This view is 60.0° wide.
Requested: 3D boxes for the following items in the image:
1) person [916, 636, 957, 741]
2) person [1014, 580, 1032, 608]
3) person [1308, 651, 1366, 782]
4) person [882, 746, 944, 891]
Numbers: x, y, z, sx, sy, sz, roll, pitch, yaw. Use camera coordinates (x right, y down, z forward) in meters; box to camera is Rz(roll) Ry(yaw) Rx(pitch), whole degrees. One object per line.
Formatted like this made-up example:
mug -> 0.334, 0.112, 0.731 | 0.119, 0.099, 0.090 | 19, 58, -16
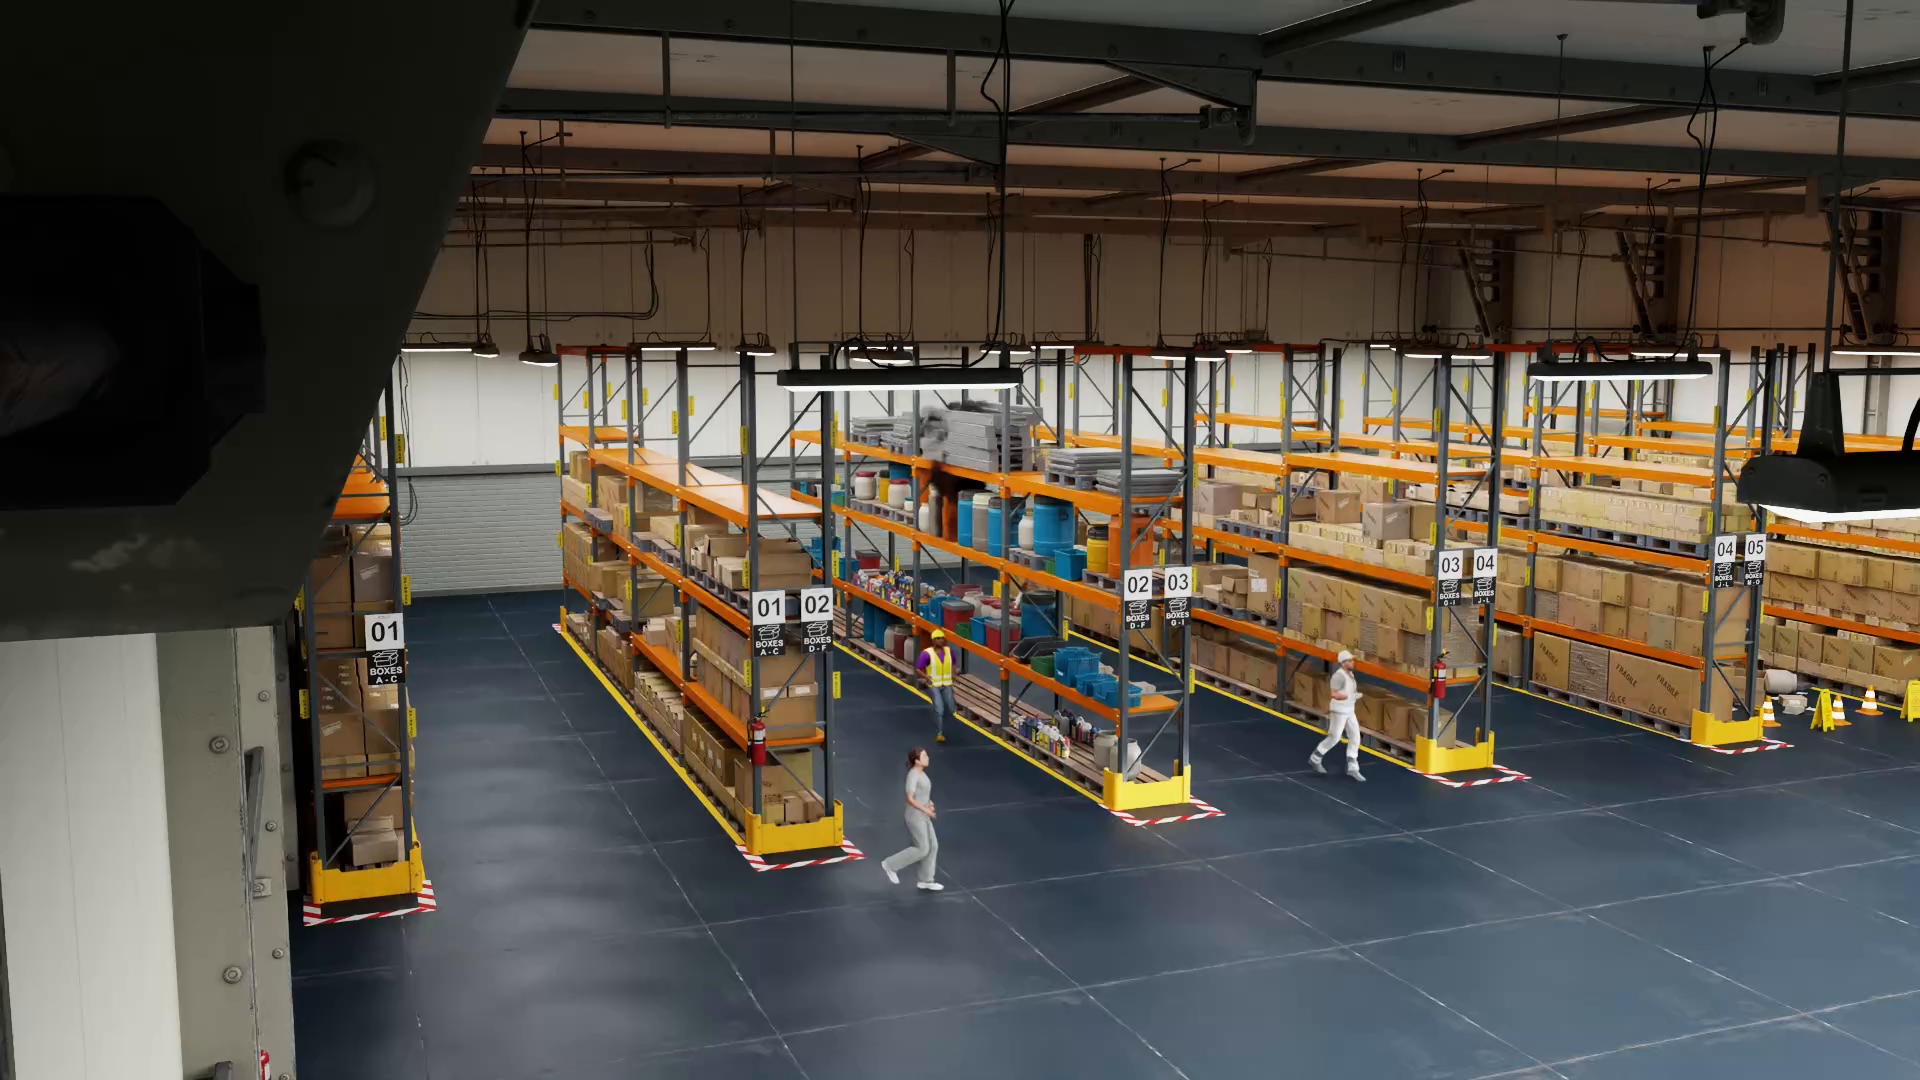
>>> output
person -> -0.327, 2.250, 25.618 | 0.696, 1.681, 0.605 | -3, 8, -24
person -> 1.258, 1.530, 31.783 | 0.546, 1.568, 0.536 | -4, 8, -27
person -> 5.382, 2.462, 23.495 | 0.849, 1.823, 0.657 | 6, 9, 38
person -> -0.530, 3.144, 18.828 | 0.702, 1.651, 0.589 | 1, 7, 6
